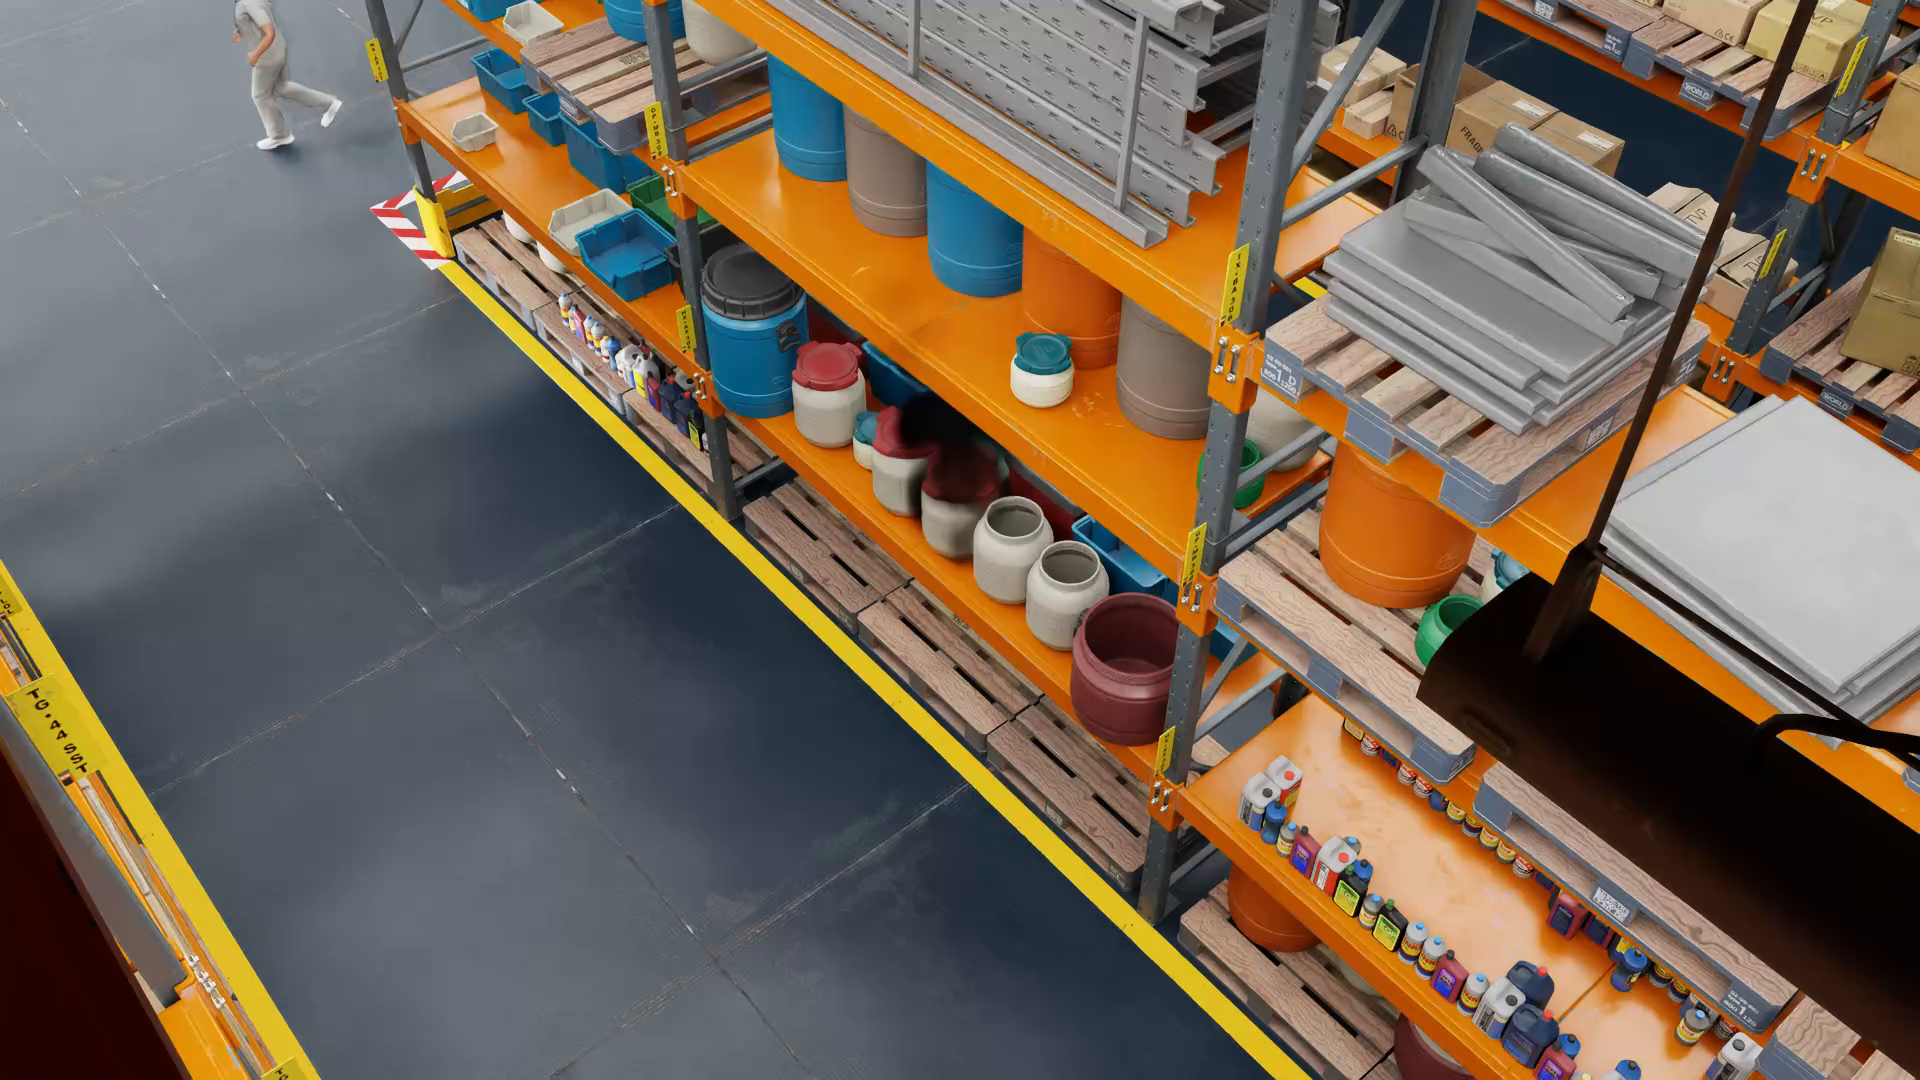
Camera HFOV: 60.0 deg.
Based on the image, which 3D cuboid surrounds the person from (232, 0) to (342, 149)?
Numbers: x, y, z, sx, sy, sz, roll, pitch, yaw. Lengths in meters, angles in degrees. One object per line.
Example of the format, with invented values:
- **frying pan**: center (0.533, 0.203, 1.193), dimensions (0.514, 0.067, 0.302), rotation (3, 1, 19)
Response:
- **person**: center (-5.605, -3.967, 13.618), dimensions (0.772, 1.669, 0.590), rotation (-8, 47, -8)
